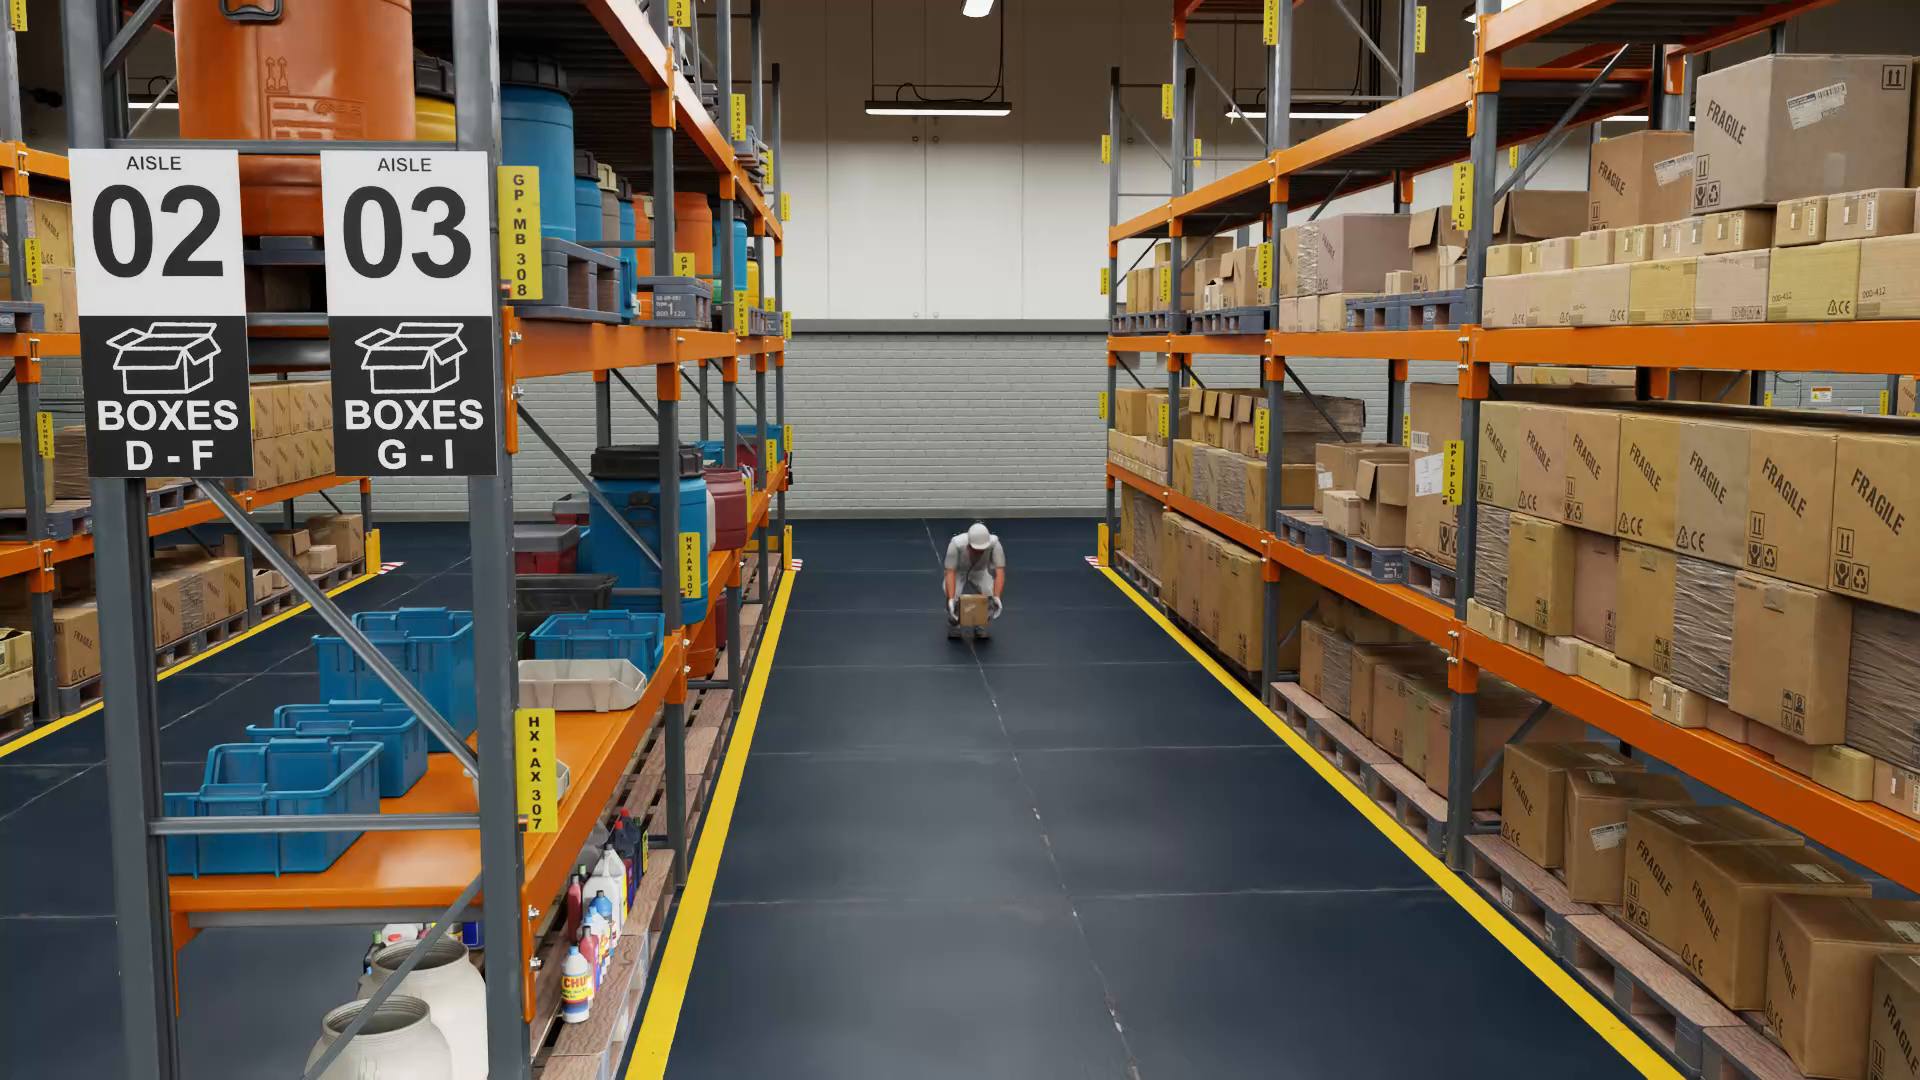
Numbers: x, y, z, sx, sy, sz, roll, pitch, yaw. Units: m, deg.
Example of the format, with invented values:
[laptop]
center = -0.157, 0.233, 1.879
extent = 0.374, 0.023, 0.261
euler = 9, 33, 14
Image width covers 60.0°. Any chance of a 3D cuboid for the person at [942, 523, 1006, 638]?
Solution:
[person]
center = 0.124, 0.365, 15.439
extent = 0.581, 1.115, 0.856
euler = 0, 7, -4
